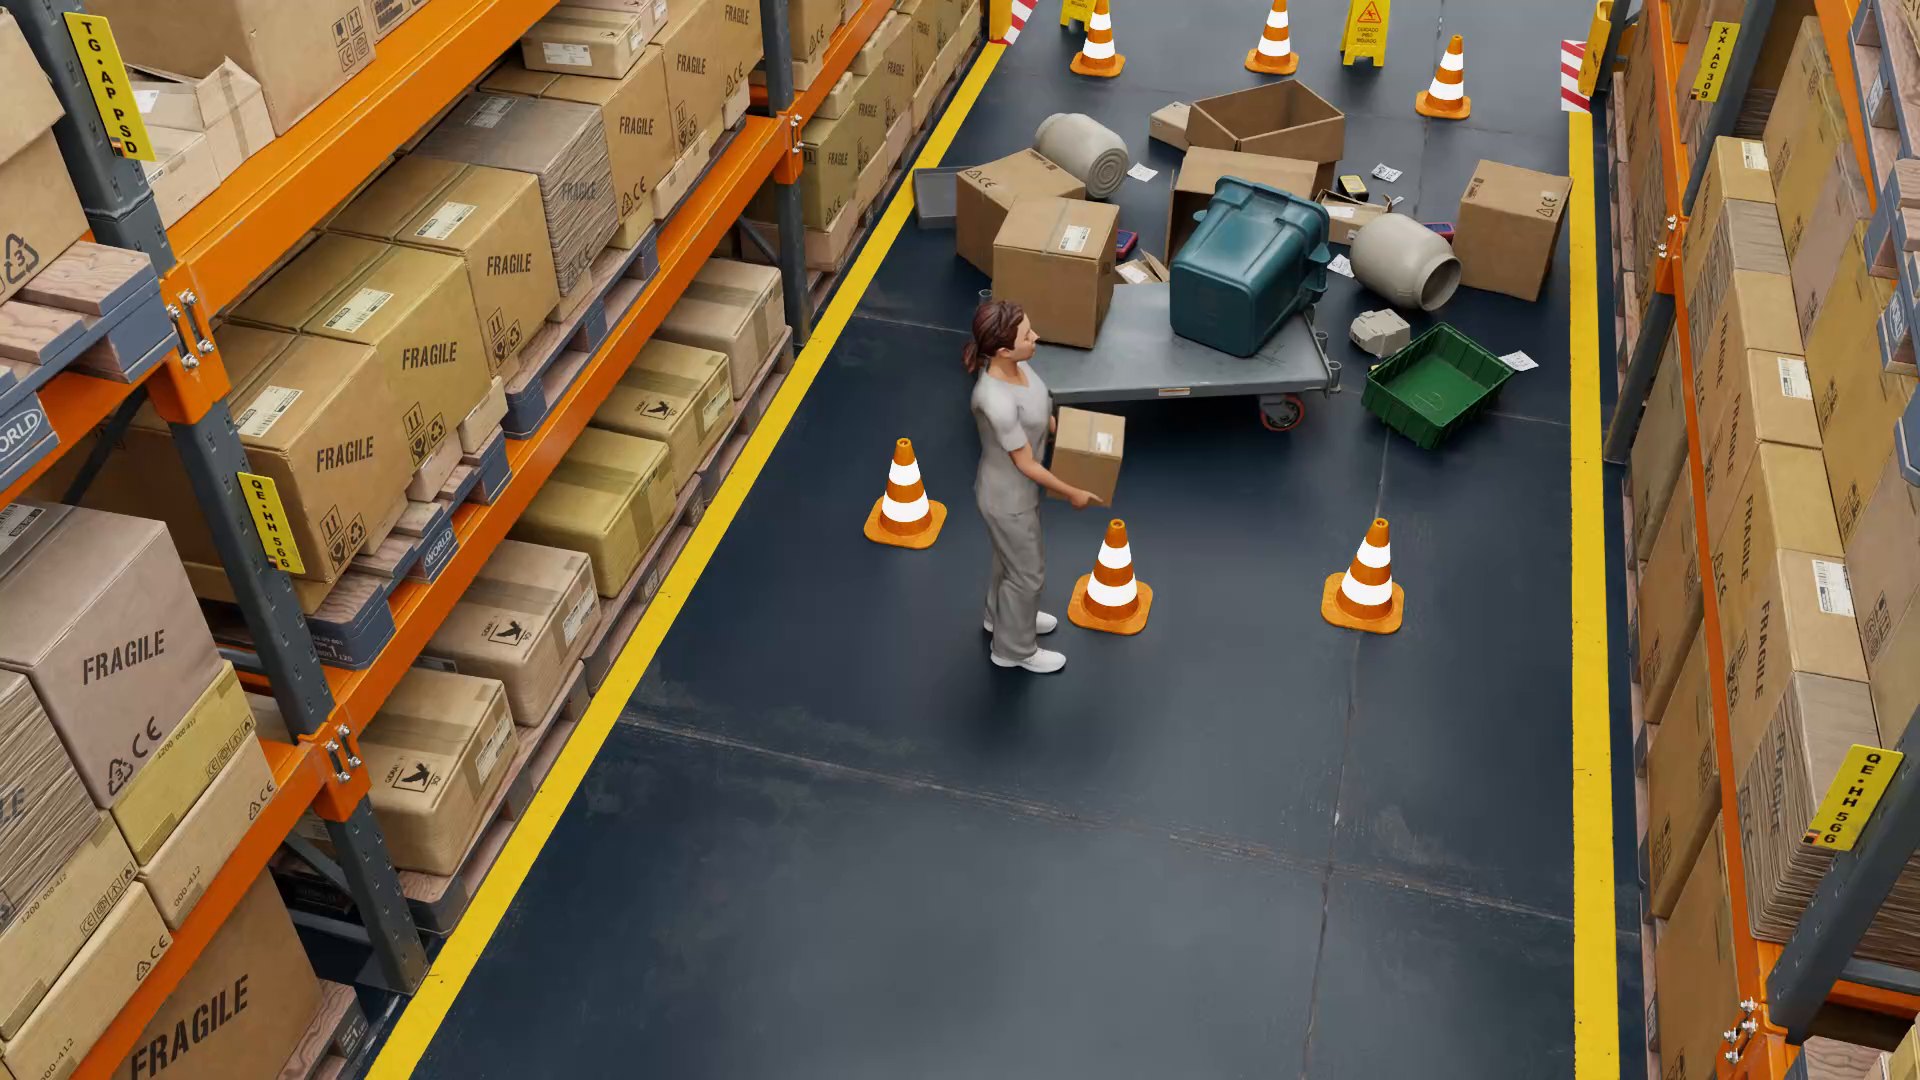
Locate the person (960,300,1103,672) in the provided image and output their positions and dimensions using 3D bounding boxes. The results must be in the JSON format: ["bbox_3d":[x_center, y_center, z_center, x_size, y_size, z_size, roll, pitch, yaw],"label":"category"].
[{"bbox_3d":[0.273,-0.188,6.384,0.556,1.665,0.436,4,41,5],"label":"person"}]
